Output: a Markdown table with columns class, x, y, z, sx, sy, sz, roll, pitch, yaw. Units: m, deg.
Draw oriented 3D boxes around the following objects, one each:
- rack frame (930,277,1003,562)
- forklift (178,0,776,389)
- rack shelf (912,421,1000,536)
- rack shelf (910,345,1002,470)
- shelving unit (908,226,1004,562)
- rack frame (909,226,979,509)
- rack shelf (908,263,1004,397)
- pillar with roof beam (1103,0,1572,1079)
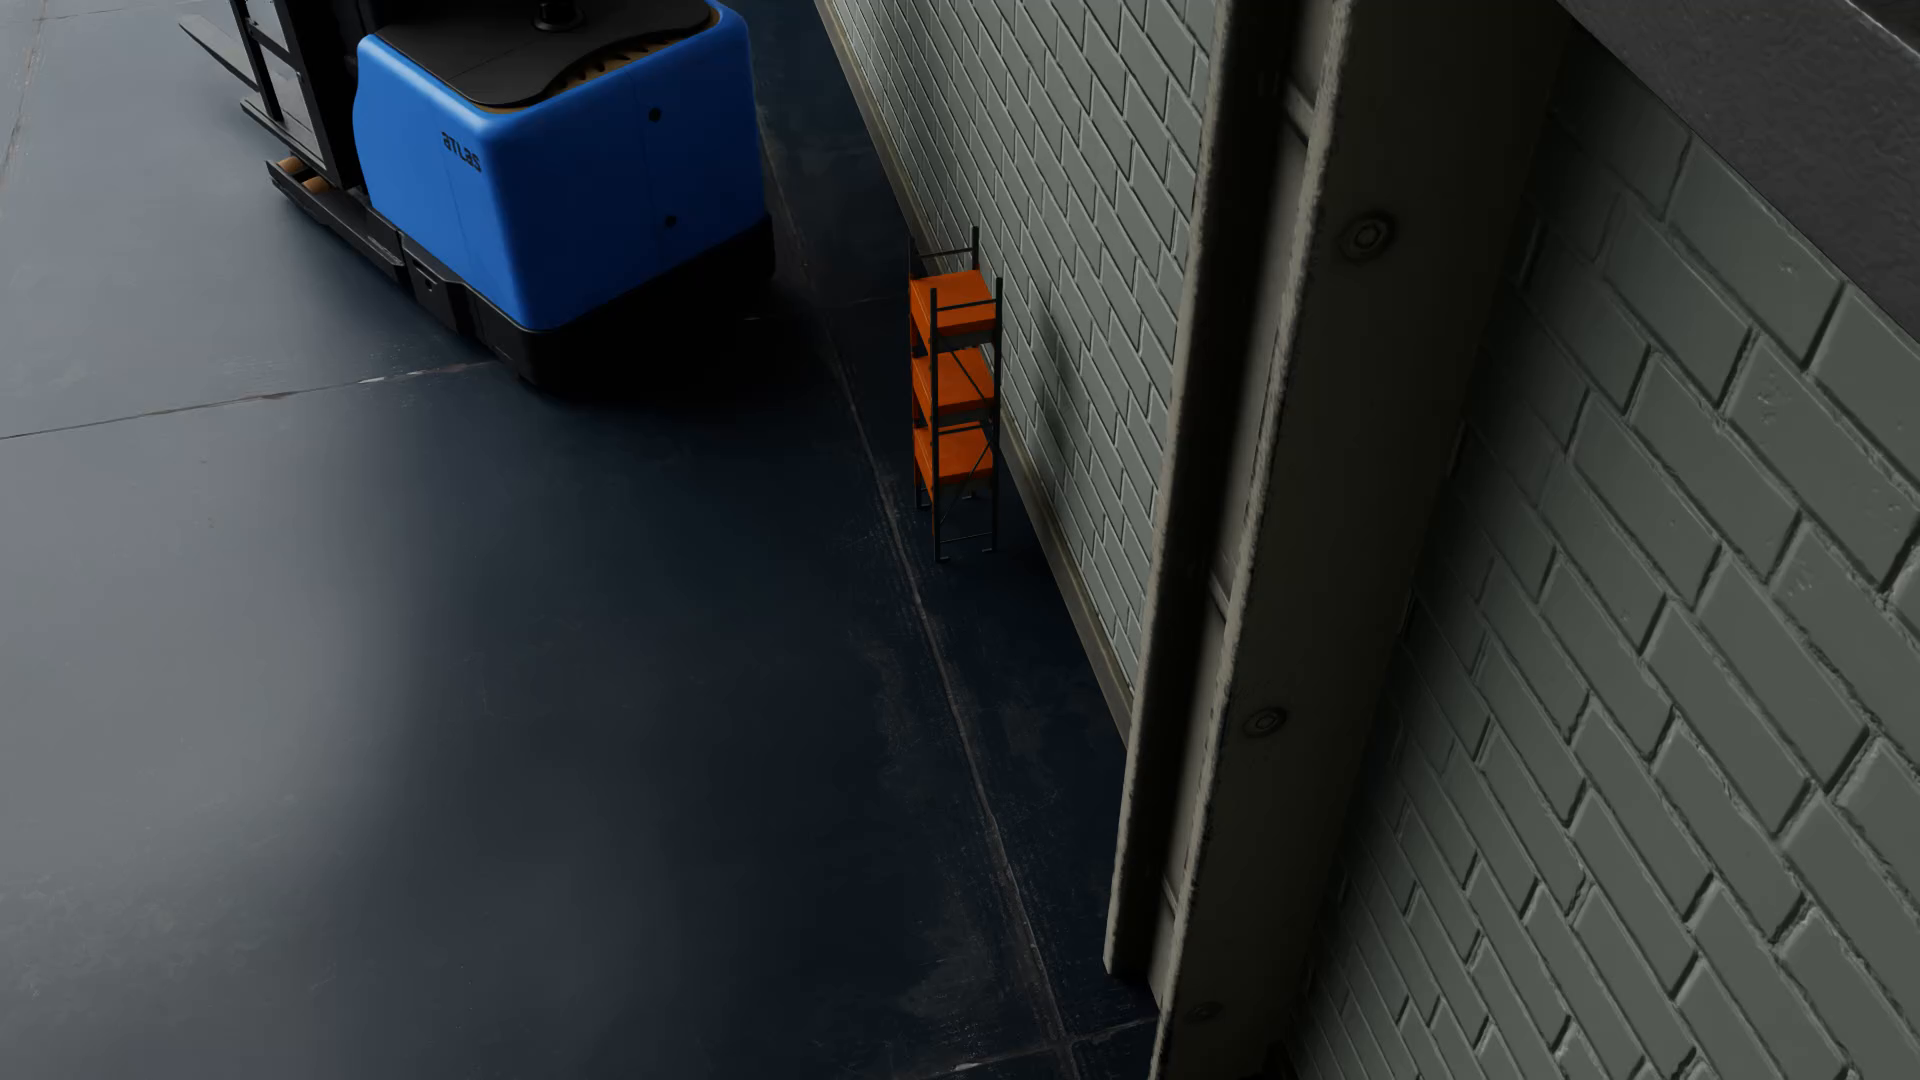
| class | x | y | z | sx | sy | sz | roll | pitch | yaw |
| --- | --- | --- | --- | --- | --- | --- | --- | --- | --- |
| rack frame | 0.017 | -0.320 | 4.829 | 0.200 | 1.050 | 0.008 | -11 | 47 | -10 |
| forklift | -2.063 | -2.495 | 5.643 | 1.130 | 2.935 | 3.031 | -35 | 55 | -29 |
| rack shelf | -0.014 | -0.202 | 5.117 | 0.215 | 0.259 | 0.240 | -11 | 47 | -10 |
| rack shelf | -0.014 | -0.397 | 4.919 | 0.215 | 0.259 | 0.240 | -11 | 47 | -10 |
| shelving unit | -0.014 | -0.404 | 4.911 | 0.215 | 1.050 | 0.252 | -11 | 47 | -10 |
| rack frame | -0.045 | -0.489 | 4.994 | 0.200 | 1.050 | 0.008 | -11 | 47 | -10 |
| rack shelf | -0.014 | -0.596 | 4.716 | 0.215 | 0.259 | 0.240 | -11 | 47 | -10 |
| pillar with roof beam | -3.601 | -1.199 | 0.124 | 9.100 | 9.000 | 0.400 | -11 | 47 | -10 |
